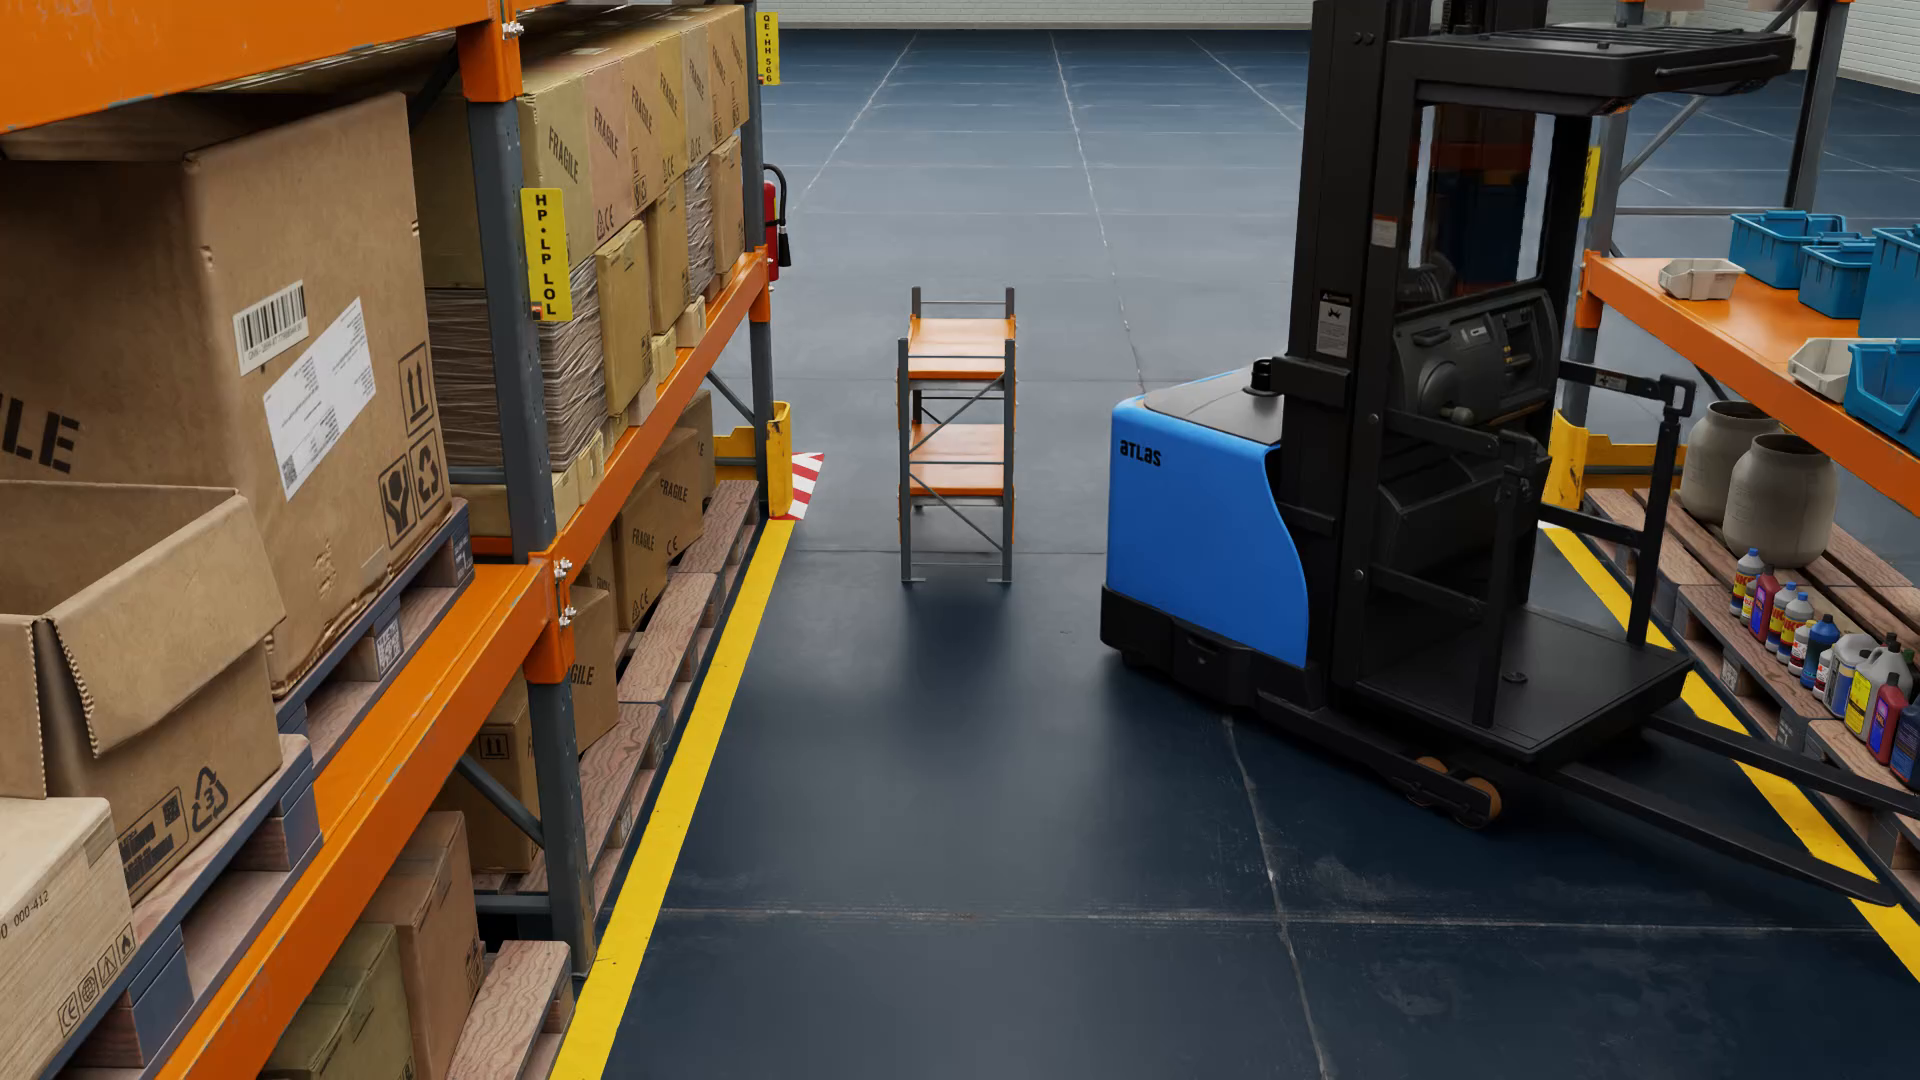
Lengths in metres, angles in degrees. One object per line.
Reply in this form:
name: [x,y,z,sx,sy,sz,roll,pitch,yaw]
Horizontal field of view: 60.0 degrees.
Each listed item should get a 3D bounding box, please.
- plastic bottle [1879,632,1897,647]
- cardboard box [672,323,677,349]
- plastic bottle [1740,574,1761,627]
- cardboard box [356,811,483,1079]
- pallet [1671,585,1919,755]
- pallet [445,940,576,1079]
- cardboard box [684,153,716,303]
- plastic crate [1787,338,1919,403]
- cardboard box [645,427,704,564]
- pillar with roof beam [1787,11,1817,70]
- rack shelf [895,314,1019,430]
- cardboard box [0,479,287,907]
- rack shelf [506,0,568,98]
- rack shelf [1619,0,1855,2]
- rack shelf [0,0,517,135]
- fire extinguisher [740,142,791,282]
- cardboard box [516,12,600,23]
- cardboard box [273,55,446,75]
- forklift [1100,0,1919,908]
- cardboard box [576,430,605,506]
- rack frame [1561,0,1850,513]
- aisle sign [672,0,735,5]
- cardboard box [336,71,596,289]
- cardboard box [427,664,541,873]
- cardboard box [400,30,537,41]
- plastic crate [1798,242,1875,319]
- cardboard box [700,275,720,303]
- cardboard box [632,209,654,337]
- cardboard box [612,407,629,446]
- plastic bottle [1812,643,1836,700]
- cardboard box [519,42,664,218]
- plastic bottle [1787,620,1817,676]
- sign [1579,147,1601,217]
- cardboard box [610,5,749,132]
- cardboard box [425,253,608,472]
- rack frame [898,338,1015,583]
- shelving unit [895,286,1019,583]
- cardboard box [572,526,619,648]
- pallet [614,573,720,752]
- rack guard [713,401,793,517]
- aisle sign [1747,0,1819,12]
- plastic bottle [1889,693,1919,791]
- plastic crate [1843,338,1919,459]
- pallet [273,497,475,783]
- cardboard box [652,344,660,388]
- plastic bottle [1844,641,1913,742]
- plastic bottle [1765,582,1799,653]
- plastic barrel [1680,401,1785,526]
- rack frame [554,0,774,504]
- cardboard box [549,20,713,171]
plastic bottle: [3.245,0.473,5.809,0.061,0.283,0.133,1,21,2]
cardboard box: [-1.266,-0.753,6.171,0.380,0.149,0.250,1,21,2]
plastic bottle: [3.135,0.235,6.537,0.097,0.201,0.097,0,21,0]
cardboard box: [-1.608,1.020,4.102,0.700,0.500,0.500,-1,21,-3]
pallet: [3.479,0.507,6.429,1.003,0.211,1.213,1,21,2]
pallet: [-1.590,1.419,4.080,1.003,0.211,1.213,1,21,2]
cardboard box: [-1.444,-1.233,6.511,0.875,0.500,0.500,1,21,2]
plastic crate: [3.179,-0.575,5.729,0.530,0.136,0.437,1,21,2]
cardboard box: [-1.466,-0.197,7.265,0.500,0.500,0.500,6,22,16]
pillar with roof beam: [10.677,-12.704,28.331,9.100,9.000,0.400,1,21,2]
rack shelf: [0.000,-0.795,7.713,0.538,0.278,1.000,1,21,2]
cardboard box: [-1.528,0.221,2.588,0.797,0.503,0.637,3,21,7]
rack shelf: [-1.507,-1.949,5.752,1.077,0.370,4.000,1,21,2]
rack shelf: [3.444,-1.894,5.612,1.077,0.370,4.000,1,21,2]
rack shelf: [-1.629,-0.502,2.025,1.077,0.370,4.000,1,21,2]
fire extinguisher: [-0.982,-1.609,8.136,0.296,0.674,0.183,1,21,2]
cardboard box: [-1.758,-1.884,6.805,0.500,0.500,0.500,1,21,2]
cardboard box: [-1.815,-1.160,4.941,0.500,0.500,0.500,1,21,2]
forklift: [1.915,-0.610,5.550,1.130,2.935,3.031,-17,27,-37]
cardboard box: [-1.240,-0.210,4.771,0.380,0.149,0.250,1,21,2]
rack frame: [3.504,-1.554,7.888,1.000,3.000,0.127,1,21,2]
aisle sign: [-1.144,-2.840,7.607,0.394,0.787,0.004,1,21,2]
cardboard box: [-1.300,-0.974,4.460,0.500,0.500,0.500,1,21,2]
cardboard box: [-1.516,0.663,5.049,0.500,0.500,0.500,0,21,0]
cardboard box: [-1.780,-1.522,5.873,0.500,0.500,0.500,1,21,2]
plastic crate: [3.763,-1.066,6.835,0.499,0.251,0.408,1,21,2]
cardboard box: [-1.236,-1.115,7.102,0.380,0.149,0.250,1,21,2]
cardboard box: [-1.527,-0.872,5.580,0.875,0.500,0.500,1,21,2]
cardboard box: [-1.262,-0.391,5.238,0.380,0.149,0.250,1,21,2]
plastic bottle: [3.115,0.468,5.937,0.097,0.201,0.097,0,21,0]
cardboard box: [-1.271,-1.335,5.392,0.500,0.500,0.500,1,21,2]
plastic bottle: [3.121,0.393,6.129,0.097,0.201,0.097,0,21,0]
sign: [2.955,-1.691,7.857,0.100,0.325,0.005,1,21,2]
cardboard box: [-1.216,-2.059,7.256,0.500,0.500,0.500,1,21,2]
cardboard box: [-1.492,-0.510,4.647,0.875,0.500,0.500,1,21,2]
rack frame: [-0.016,-0.338,7.345,0.500,1.125,0.032,1,21,2]
shelving unit: [0.000,-0.522,7.819,0.538,1.125,1.048,1,21,2]
cardboard box: [-1.566,0.230,6.163,0.500,0.500,0.500,-1,21,-3]
pallet: [-1.548,0.452,6.572,1.003,0.211,1.213,1,21,2]
rack guard: [-1.448,-0.416,8.410,1.175,0.500,0.348,1,21,2]
aisle sign: [3.804,-2.789,7.476,0.394,0.787,0.004,1,21,2]
plastic bottle: [3.120,0.616,5.347,0.144,0.351,0.185,0,21,-1]
plastic crate: [3.145,-0.442,5.226,0.499,0.251,0.616,1,21,2]
pallet: [-1.737,0.202,3.628,1.003,0.211,1.213,1,21,2]
cardboard box: [-1.247,-0.572,5.704,0.380,0.149,0.250,1,21,2]
plastic bottle: [3.130,0.500,5.648,0.144,0.351,0.185,1,21,1]
plastic bottle: [3.127,0.289,6.302,0.097,0.271,0.097,0,21,0]
plastic barrel: [3.561,-0.351,7.647,0.421,0.512,0.421,0,21,0]
rack frame: [-1.446,-1.609,8.028,1.000,3.000,0.127,1,21,2]
cardboard box: [-1.243,-1.697,6.324,0.500,0.500,0.500,1,21,2]
